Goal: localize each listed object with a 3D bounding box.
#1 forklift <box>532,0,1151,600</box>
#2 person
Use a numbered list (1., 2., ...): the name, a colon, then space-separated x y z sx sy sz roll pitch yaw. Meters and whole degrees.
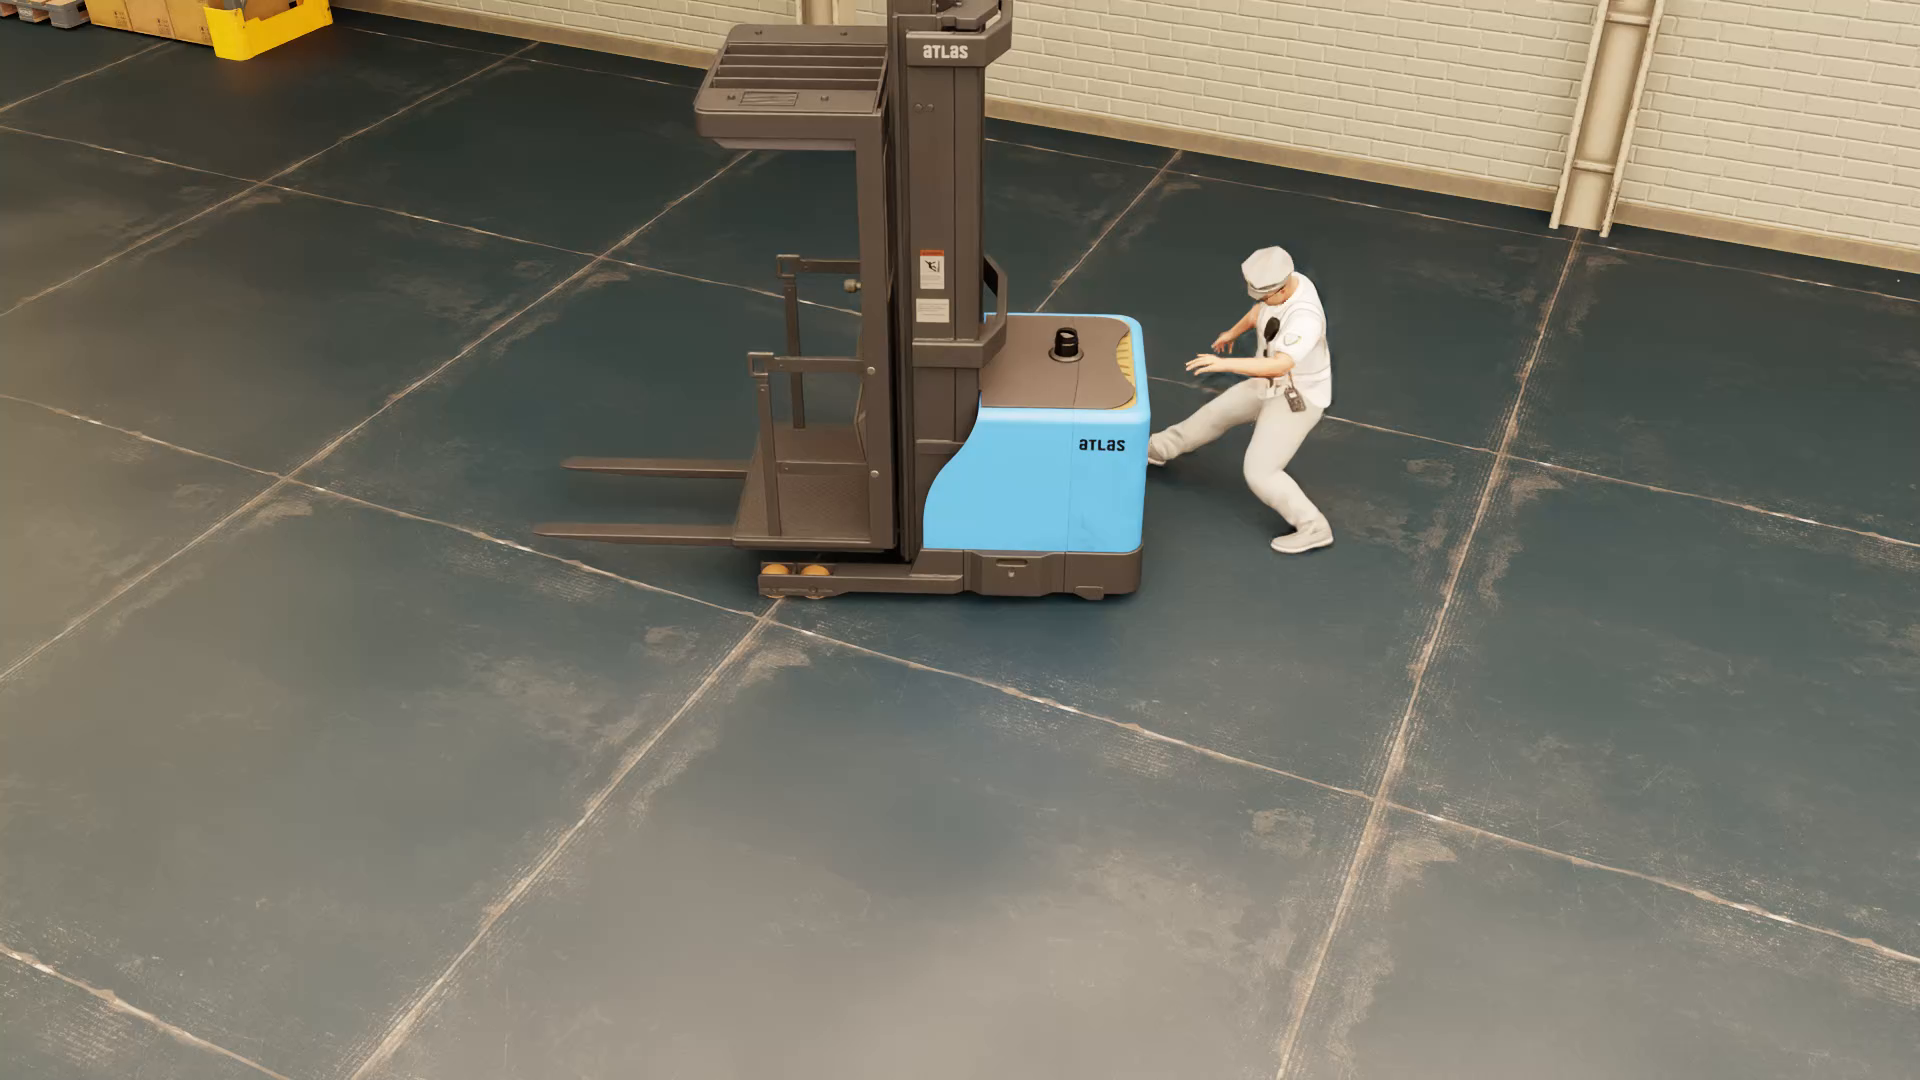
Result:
1. forklift: -0.608 -1.208 7.780 3.031 2.935 1.130 1 36 2
2. person: 1.367 -0.806 8.456 1.099 1.520 0.949 0 35 0
